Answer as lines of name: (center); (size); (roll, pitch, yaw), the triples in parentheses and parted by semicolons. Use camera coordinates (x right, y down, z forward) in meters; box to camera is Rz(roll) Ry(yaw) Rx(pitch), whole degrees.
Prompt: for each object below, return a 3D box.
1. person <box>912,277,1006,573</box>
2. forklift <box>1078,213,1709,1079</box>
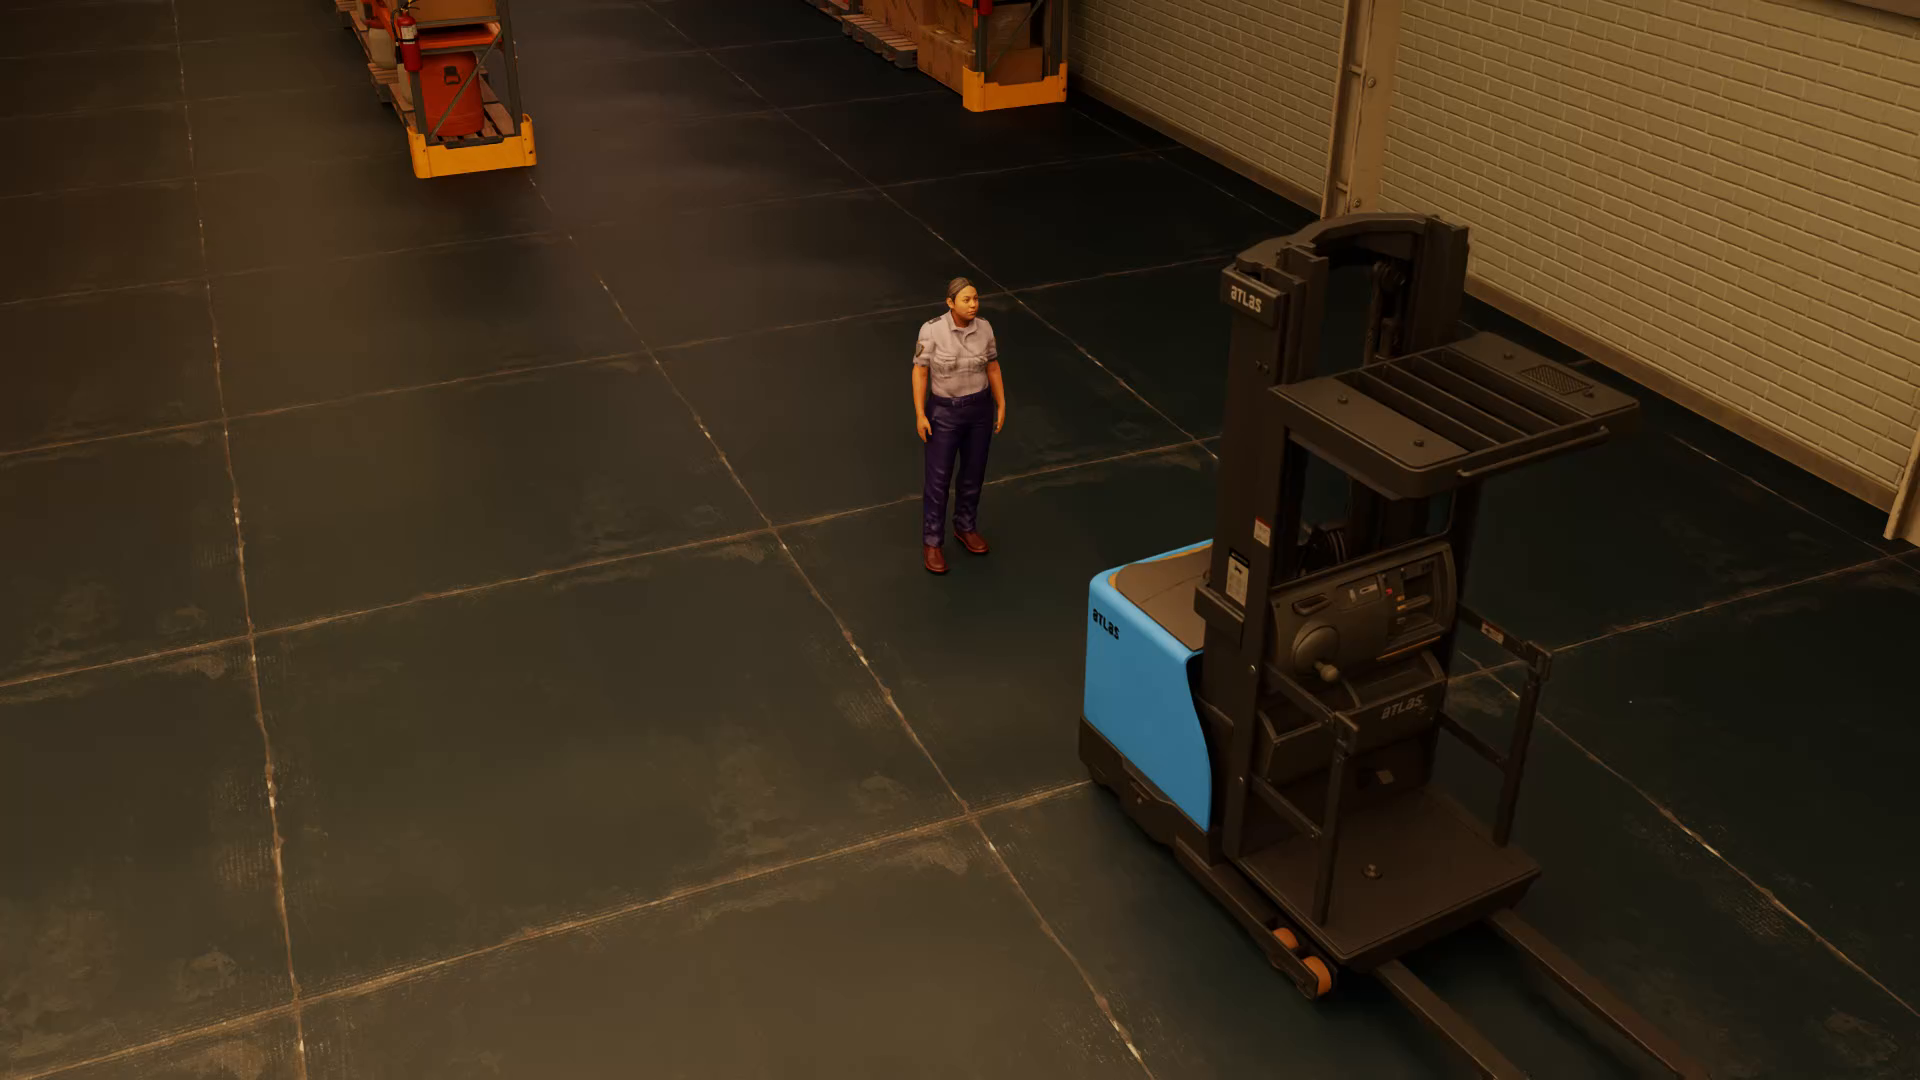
person: (0.015, -0.677, 9.580); (0.598, 1.651, 0.503); (-12, 32, -20)
forklift: (1.737, 0.339, 6.527); (1.130, 2.935, 3.031); (-16, 33, -25)
